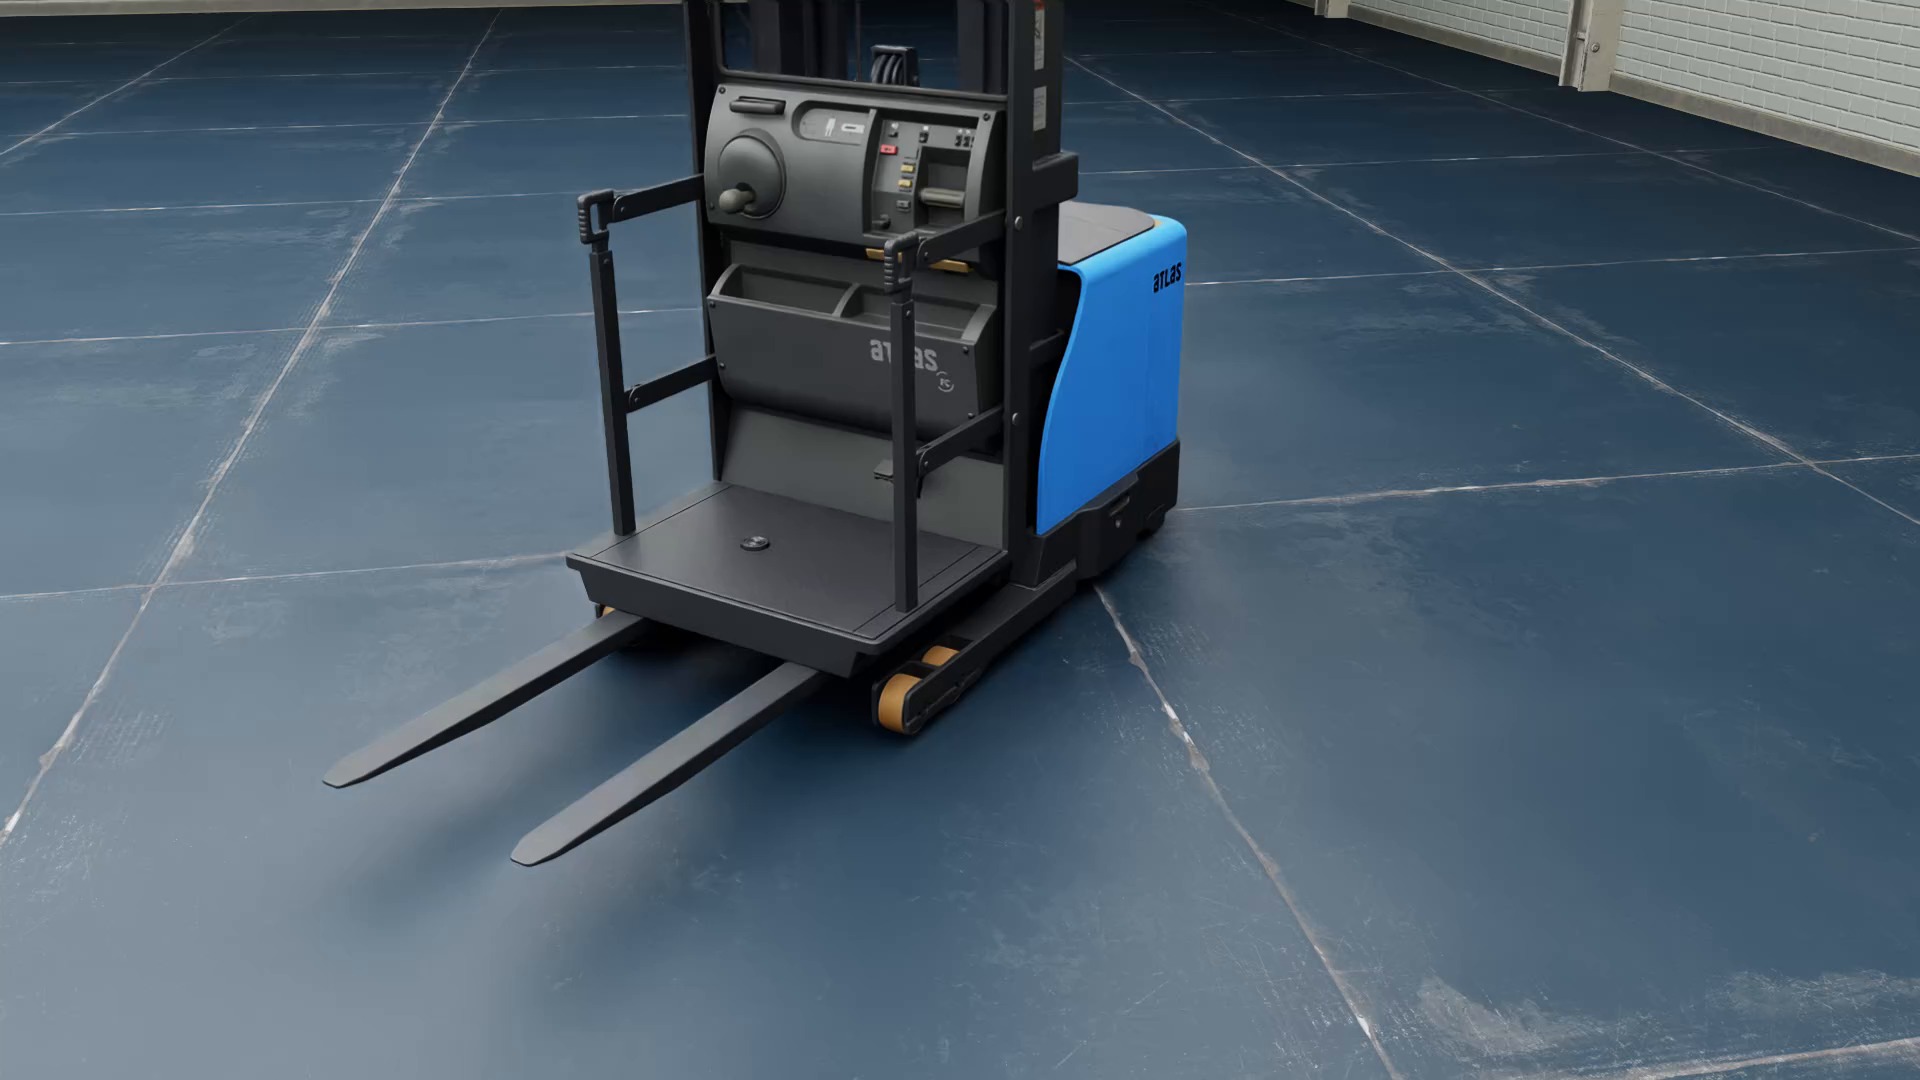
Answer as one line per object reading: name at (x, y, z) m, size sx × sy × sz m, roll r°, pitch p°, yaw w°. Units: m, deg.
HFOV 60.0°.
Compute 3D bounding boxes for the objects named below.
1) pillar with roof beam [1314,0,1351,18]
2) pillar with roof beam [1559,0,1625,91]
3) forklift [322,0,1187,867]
pillar with roof beam at (0.387, -10.312, 18.118) m, size 9.100 × 9.000 × 0.400 m, roll -4°, pitch 24°, yaw -10°
pillar with roof beam at (1.496, -7.952, 12.714) m, size 9.100 × 9.000 × 0.400 m, roll -4°, pitch 24°, yaw -10°
forklift at (-0.428, -1.023, 4.431) m, size 1.130 × 2.935 × 3.031 m, roll 14°, pitch 27°, yaw 28°
